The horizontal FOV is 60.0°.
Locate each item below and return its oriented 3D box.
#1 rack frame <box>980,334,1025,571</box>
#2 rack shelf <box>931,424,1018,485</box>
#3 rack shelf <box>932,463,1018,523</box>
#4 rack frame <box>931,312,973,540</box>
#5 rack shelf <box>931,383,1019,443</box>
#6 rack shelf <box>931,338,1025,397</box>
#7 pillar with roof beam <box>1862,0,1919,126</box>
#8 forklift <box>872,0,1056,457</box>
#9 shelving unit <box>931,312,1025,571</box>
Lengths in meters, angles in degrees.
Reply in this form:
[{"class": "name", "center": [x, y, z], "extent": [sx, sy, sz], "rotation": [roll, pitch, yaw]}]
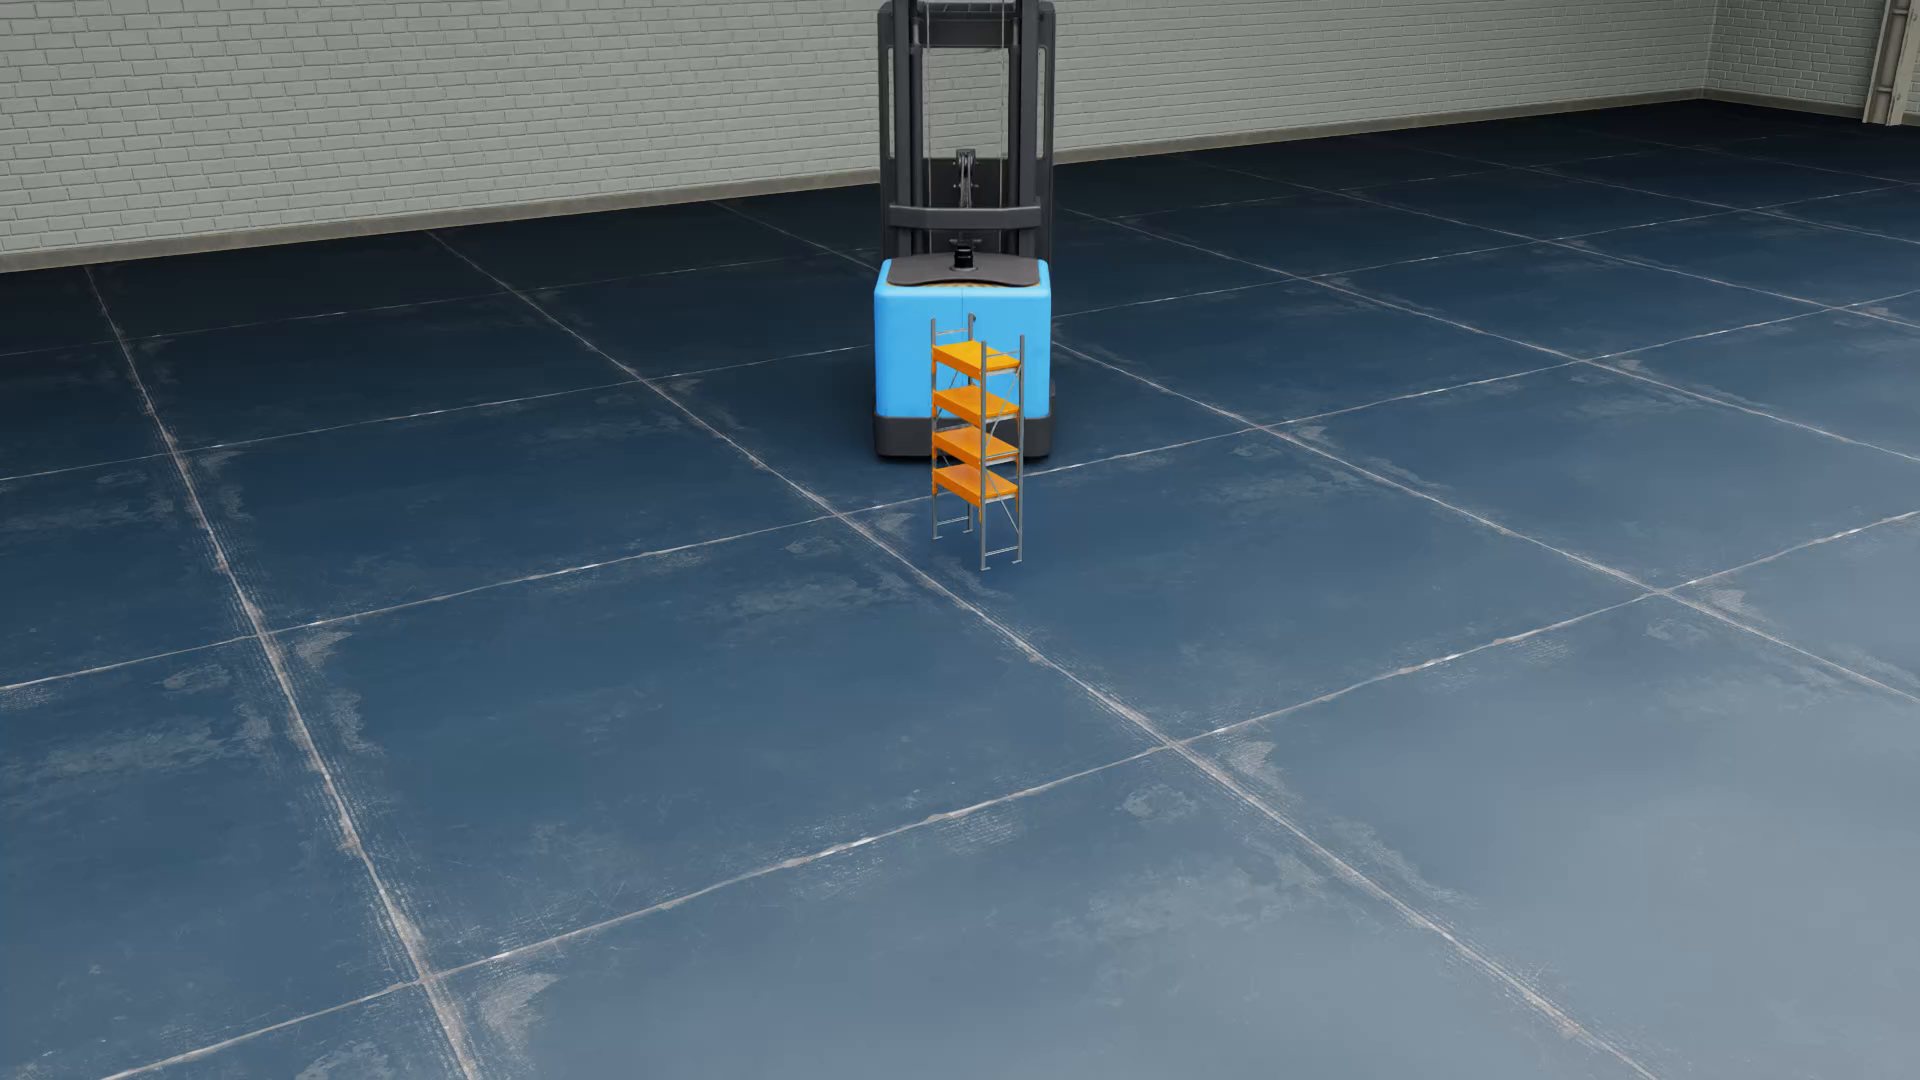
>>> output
[{"class": "rack frame", "center": [0.209, -0.423, 8.259], "extent": [0.240, 1.200, 0.015], "rotation": [-13, 25, -28]}, {"class": "rack shelf", "center": [0.085, -0.440, 8.479], "extent": [0.258, 0.148, 0.480], "rotation": [-13, 25, -28]}, {"class": "rack shelf", "center": [0.085, -0.256, 8.554], "extent": [0.258, 0.148, 0.480], "rotation": [-13, 25, -28]}, {"class": "rack frame", "center": [-0.040, -0.581, 8.648], "extent": [0.240, 1.200, 0.015], "rotation": [-13, 25, -28]}, {"class": "rack shelf", "center": [0.085, -0.647, 8.395], "extent": [0.258, 0.148, 0.480], "rotation": [-13, 25, -28]}, {"class": "rack shelf", "center": [0.085, -0.866, 8.306], "extent": [0.258, 0.148, 0.480], "rotation": [-13, 25, -28]}, {"class": "pillar with roof beam", "center": [9.053, -9.109, 19.272], "extent": [9.100, 9.000, 0.400], "rotation": [-13, 25, -28]}, {"class": "forklift", "center": [0.046, -2.354, 10.712], "extent": [1.130, 2.935, 3.031], "rotation": [0, 22, 1]}, {"class": "shelving unit", "center": [0.085, -0.502, 8.454], "extent": [0.258, 1.200, 0.503], "rotation": [-13, 25, -28]}]
